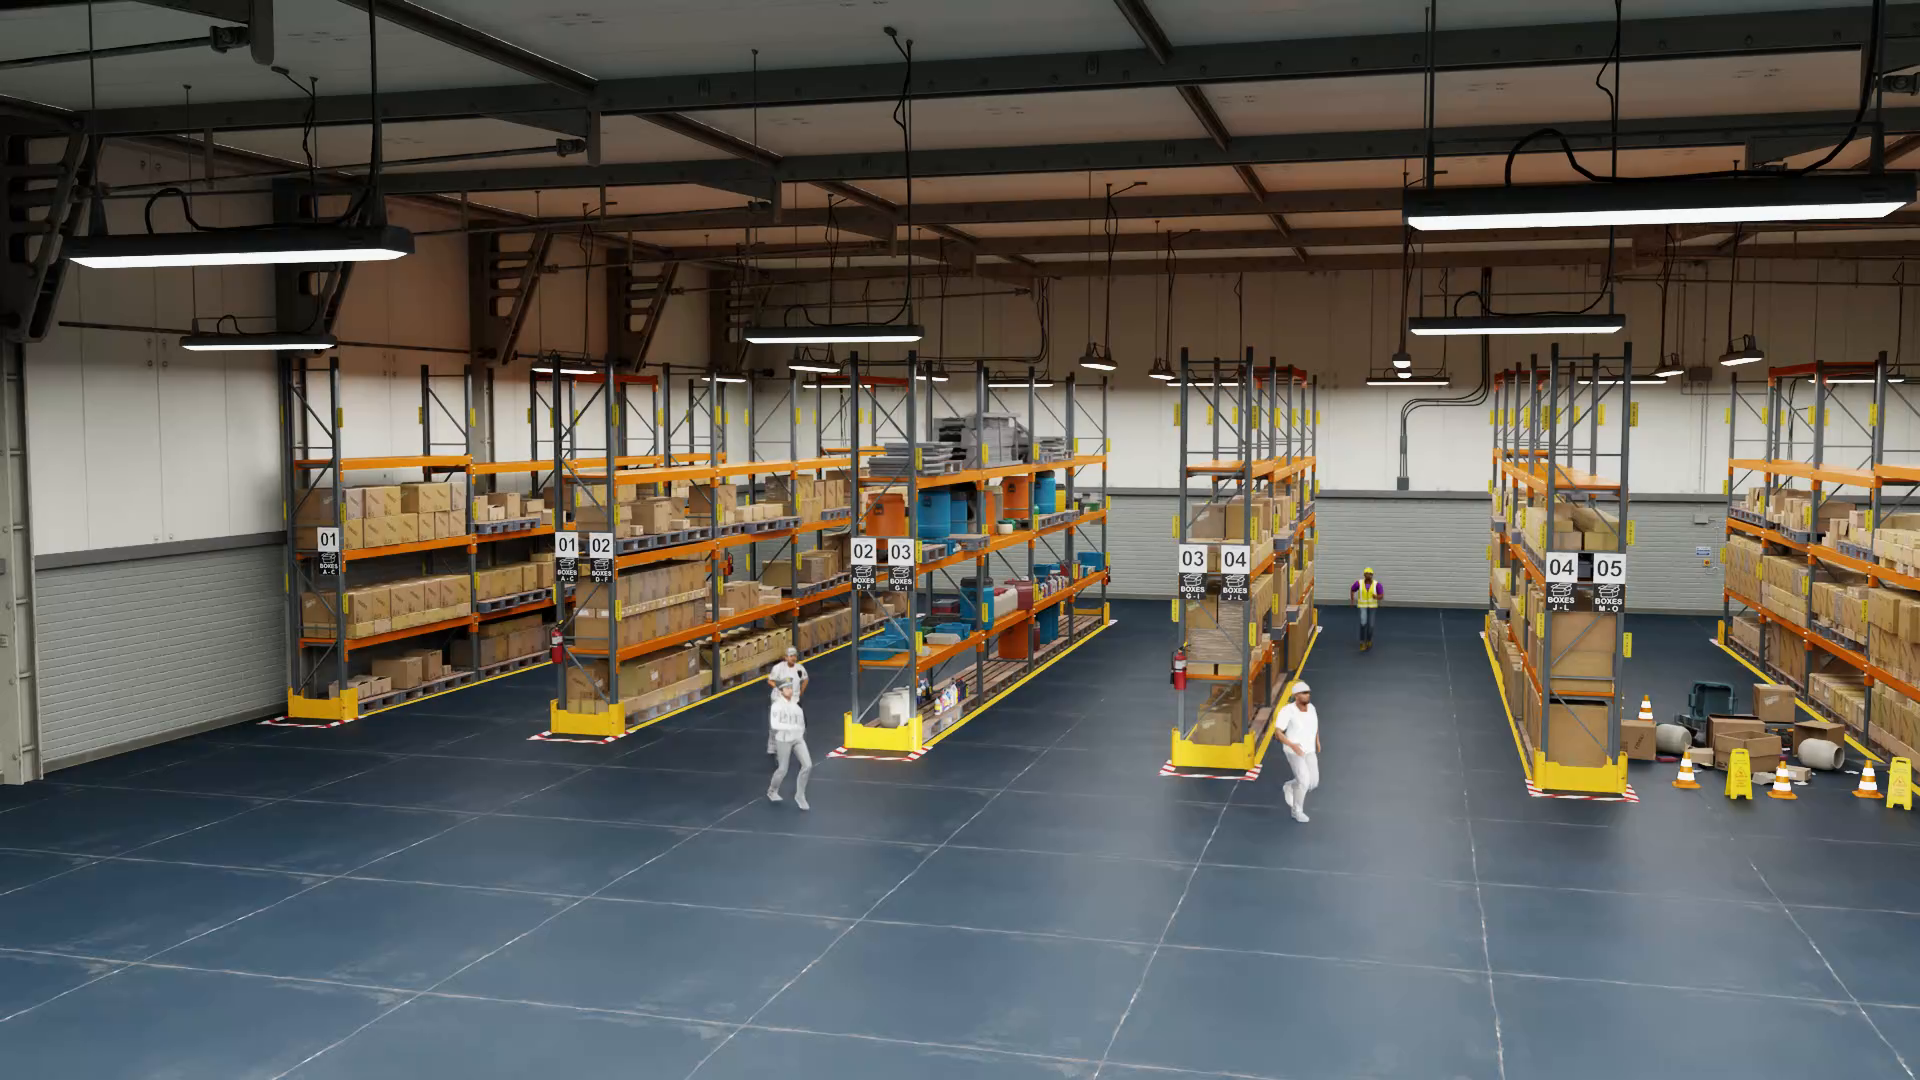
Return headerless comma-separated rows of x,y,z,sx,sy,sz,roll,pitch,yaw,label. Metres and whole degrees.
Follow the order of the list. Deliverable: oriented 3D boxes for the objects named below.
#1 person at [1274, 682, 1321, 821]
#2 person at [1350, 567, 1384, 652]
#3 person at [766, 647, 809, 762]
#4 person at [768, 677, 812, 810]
4.218,2.621,20.794,0.732,1.725,0.609,-3,5,-34,person
8.770,1.500,35.801,0.671,1.821,0.751,0,4,6,person
-2.536,2.411,24.412,0.630,1.683,0.657,0,4,-5,person
-2.191,2.609,21.406,0.618,1.728,0.733,-4,5,-40,person
